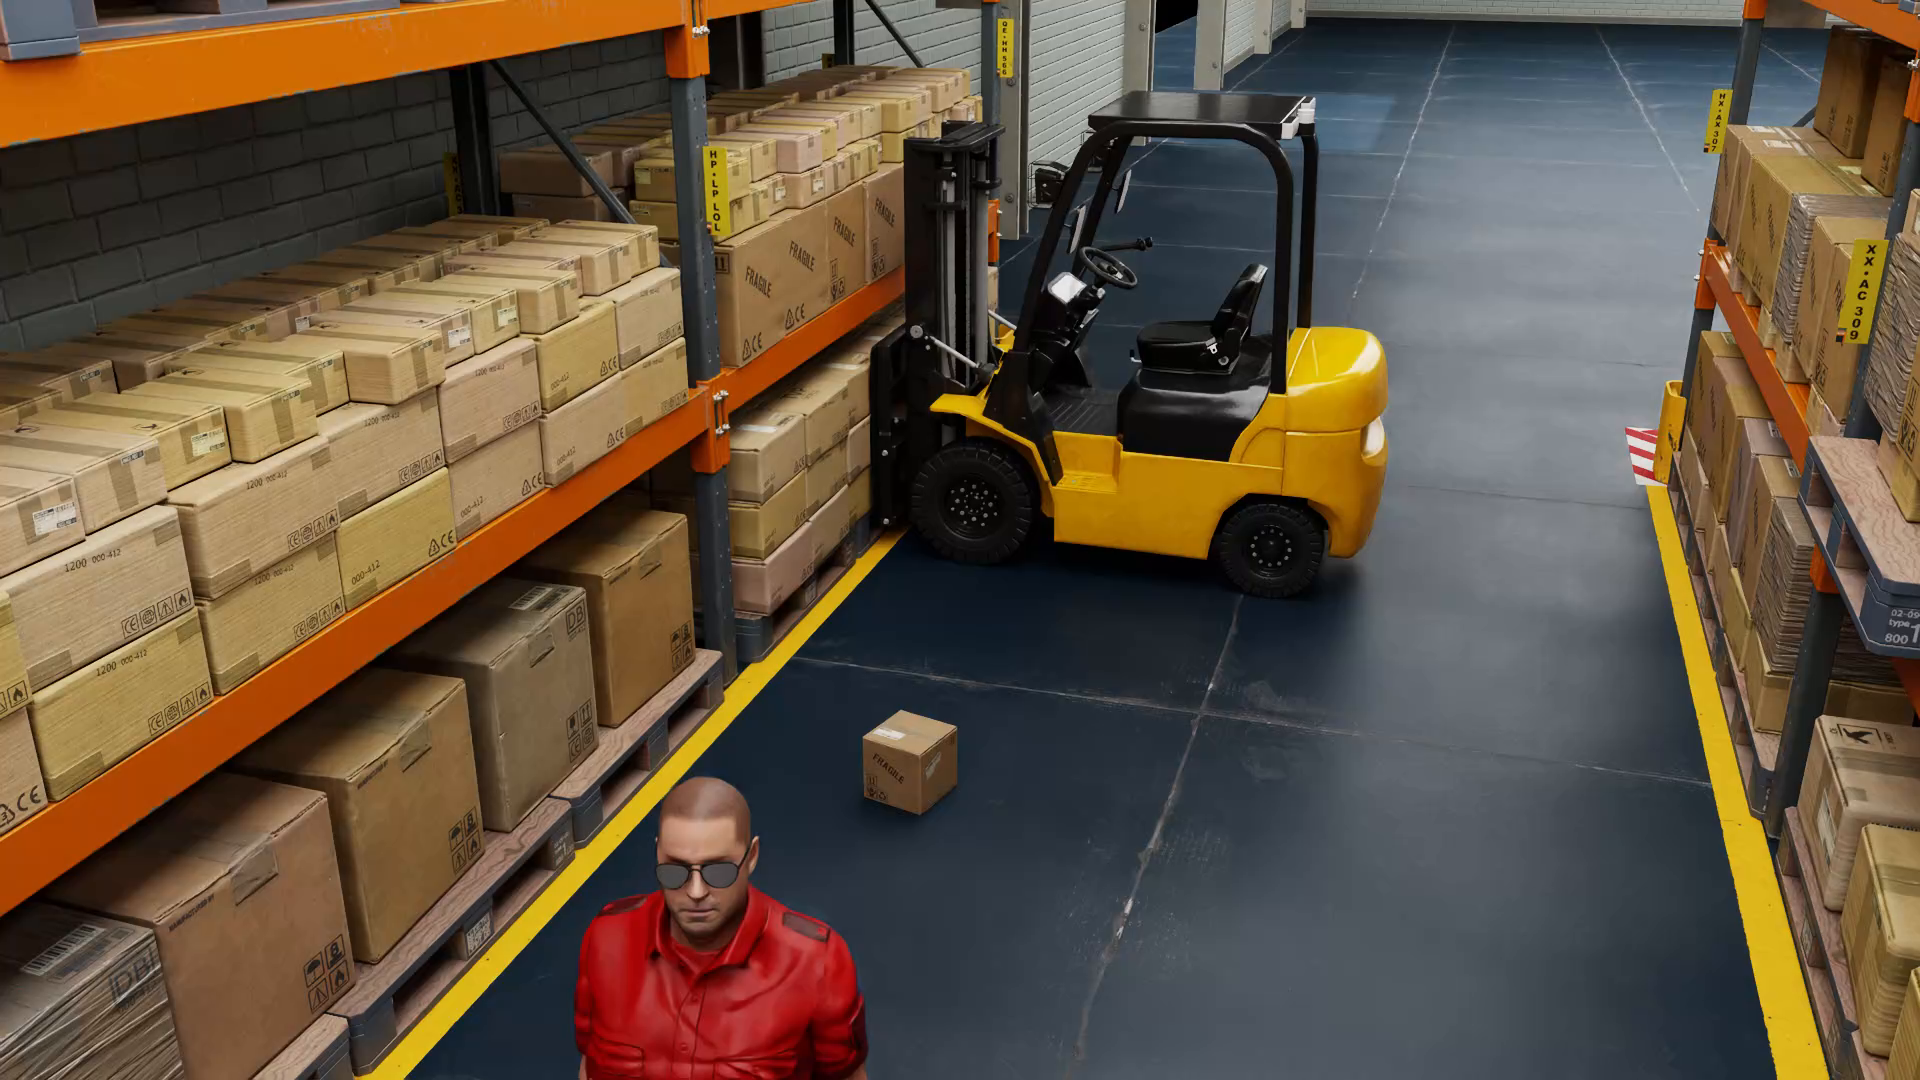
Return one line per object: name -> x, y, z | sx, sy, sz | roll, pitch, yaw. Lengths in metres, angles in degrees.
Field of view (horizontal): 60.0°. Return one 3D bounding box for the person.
person -> -0.437, 1.209, 3.044 | 0.539, 1.705, 0.663 | 5, 22, 11
